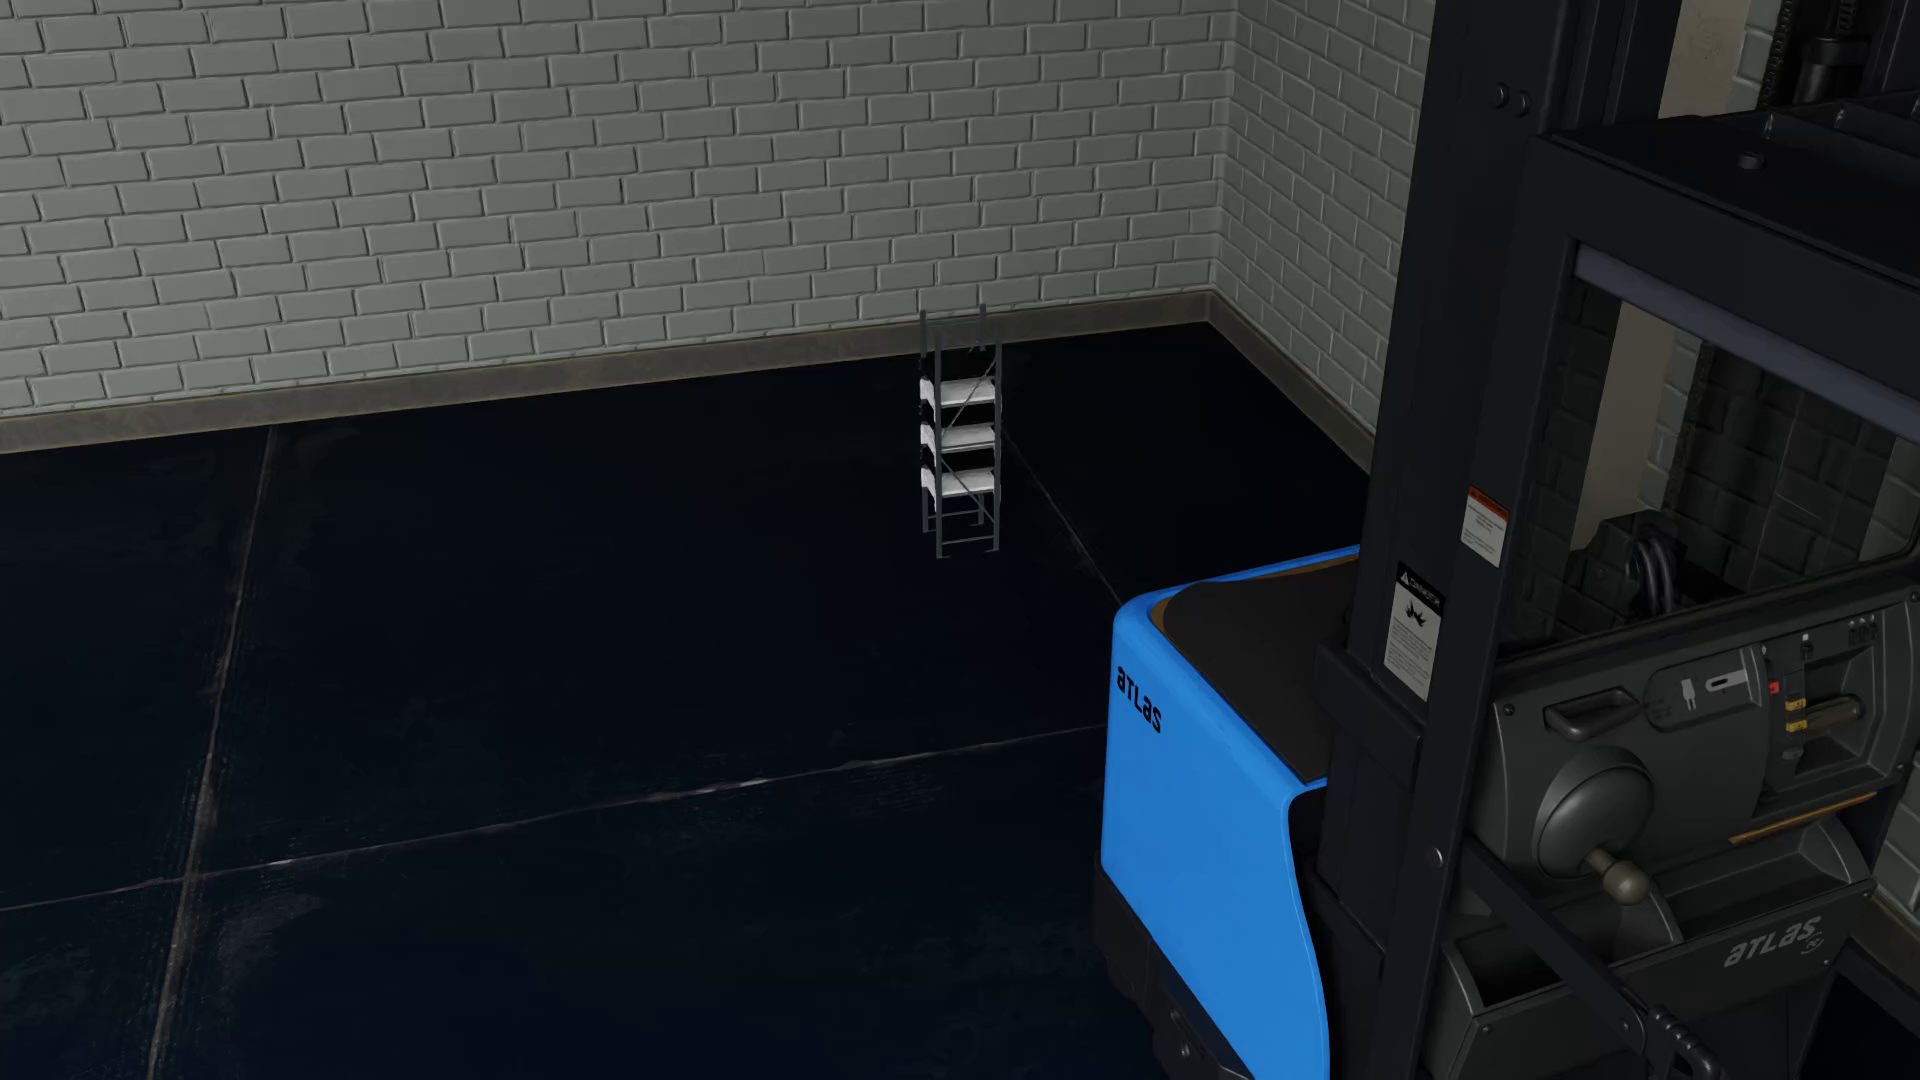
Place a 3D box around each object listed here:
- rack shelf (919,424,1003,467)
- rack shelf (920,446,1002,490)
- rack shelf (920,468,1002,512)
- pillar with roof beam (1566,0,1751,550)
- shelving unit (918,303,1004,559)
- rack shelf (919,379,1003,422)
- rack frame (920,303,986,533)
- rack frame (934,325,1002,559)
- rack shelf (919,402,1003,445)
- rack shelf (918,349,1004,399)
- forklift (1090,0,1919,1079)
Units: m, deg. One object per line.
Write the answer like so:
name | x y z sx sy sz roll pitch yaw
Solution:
rack shelf | 0.002 -0.357 6.034 0.258 0.077 0.200 -8 31 -13
rack shelf | 0.002 -0.279 6.080 0.258 0.077 0.200 -8 31 -13
rack shelf | 0.002 -0.201 6.125 0.258 0.077 0.200 -8 31 -13
pillar with roof beam | -2.268 -2.937 2.341 9.100 9.000 0.400 -8 31 -13
shelving unit | 0.002 -0.386 6.018 0.258 0.900 0.210 -8 31 -13
rack shelf | 0.002 -0.512 5.944 0.258 0.077 0.200 -8 31 -13
rack frame | -0.025 -0.435 6.103 0.240 0.900 0.006 -8 31 -13
rack frame | 0.029 -0.336 5.933 0.240 0.900 0.006 -8 31 -13
rack shelf | 0.002 -0.435 5.989 0.258 0.077 0.200 -8 31 -13
rack shelf | 0.002 -0.590 5.899 0.258 0.077 0.200 -8 31 -13
forklift | 1.373 0.386 2.658 1.130 2.935 3.031 -12 32 -19
